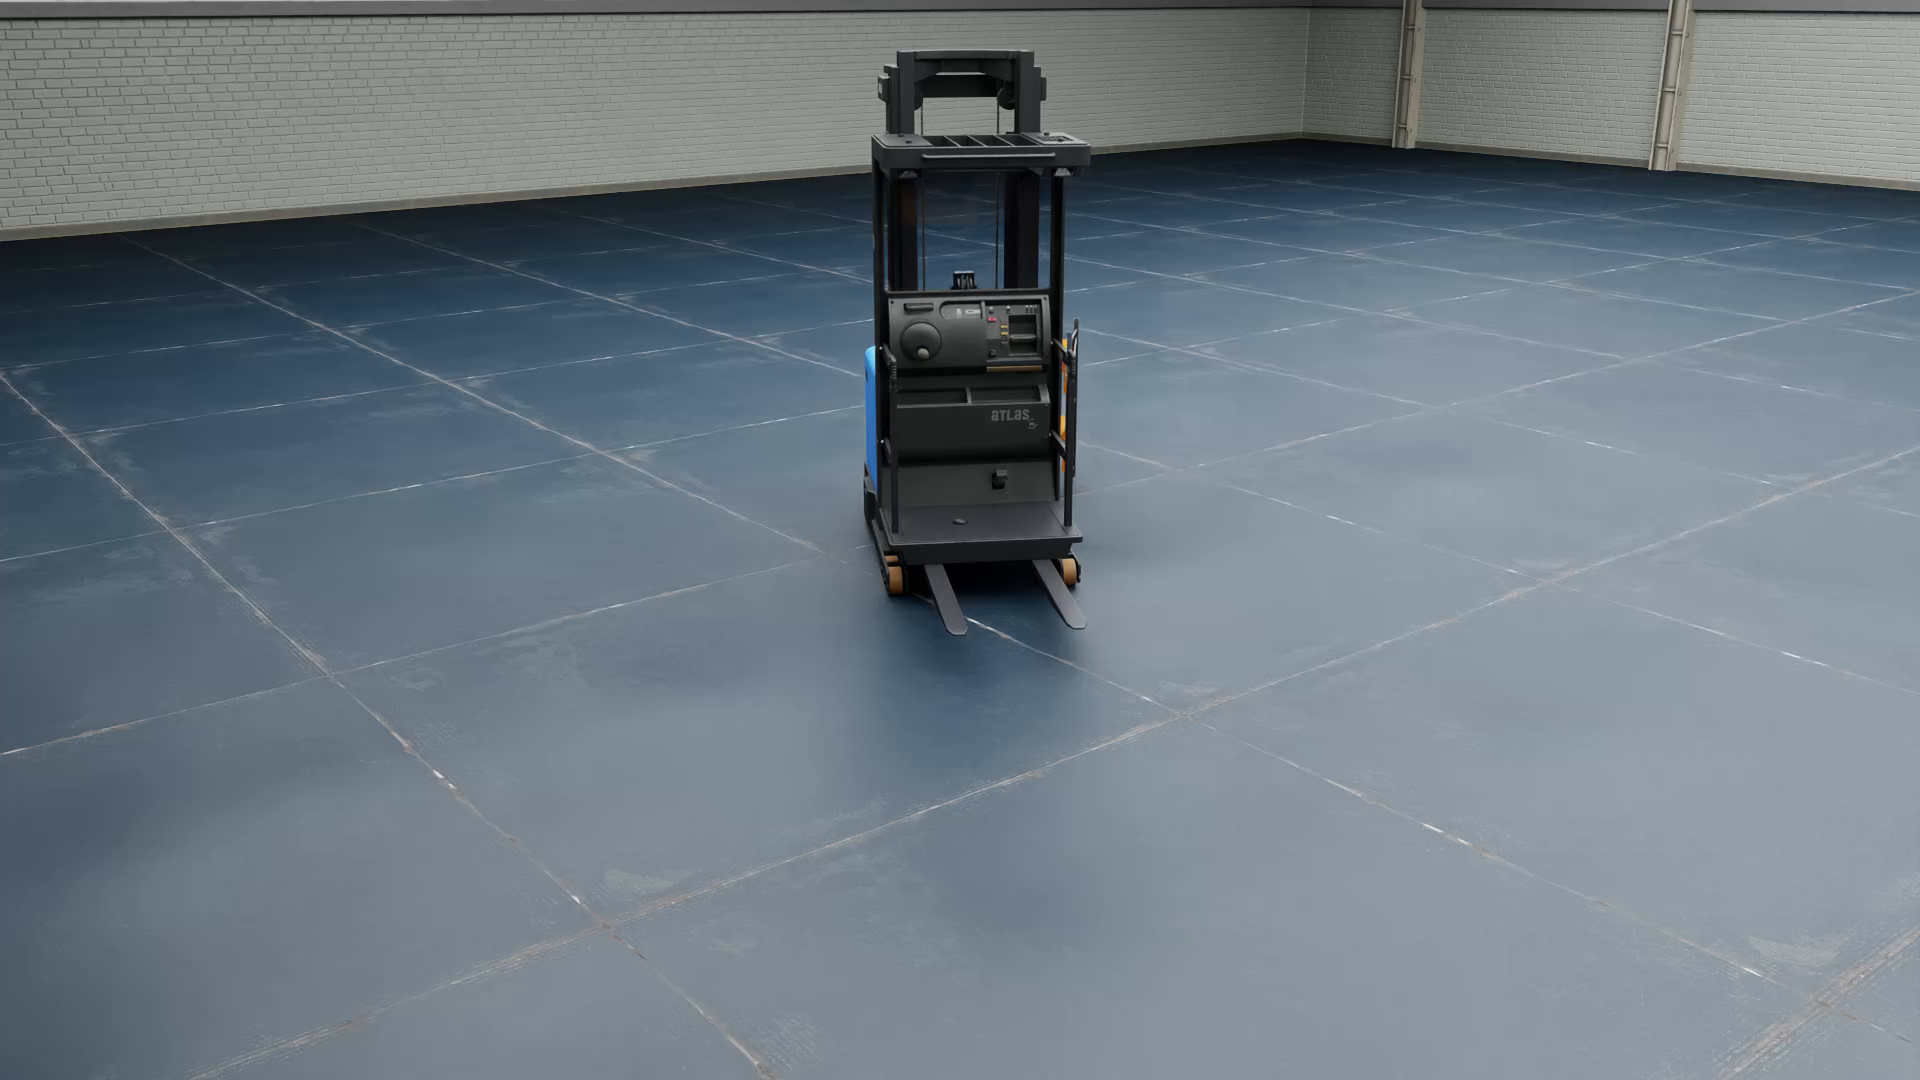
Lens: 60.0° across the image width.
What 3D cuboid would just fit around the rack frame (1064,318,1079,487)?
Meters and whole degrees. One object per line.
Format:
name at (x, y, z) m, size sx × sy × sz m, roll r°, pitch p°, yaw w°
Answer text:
rack frame at (0.758, -0.904, 11.303) m, size 0.032 × 1.125 × 0.500 m, roll 3°, pitch 19°, yaw 9°

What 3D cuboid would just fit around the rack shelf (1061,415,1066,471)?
rack shelf at (0.256, -0.698, 11.460) m, size 1.000 × 0.278 × 0.538 m, roll 3°, pitch 19°, yaw 9°

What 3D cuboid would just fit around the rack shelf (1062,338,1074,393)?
rack shelf at (0.256, -1.208, 11.291) m, size 1.000 × 0.278 × 0.538 m, roll 3°, pitch 19°, yaw 9°

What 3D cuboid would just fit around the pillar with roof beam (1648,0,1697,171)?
pillar with roof beam at (9.978, -10.473, 27.676) m, size 9.100 × 9.000 × 0.400 m, roll -14°, pitch 23°, yaw -36°

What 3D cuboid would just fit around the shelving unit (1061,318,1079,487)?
shelving unit at (0.256, -0.930, 11.383) m, size 1.048 × 1.125 × 0.538 m, roll 3°, pitch 19°, yaw 9°

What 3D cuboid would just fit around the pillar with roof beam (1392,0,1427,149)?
pillar with roof beam at (6.252, -11.952, 32.141) m, size 9.100 × 9.000 × 0.400 m, roll -14°, pitch 23°, yaw -36°

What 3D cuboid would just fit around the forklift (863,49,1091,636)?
forklift at (0.087, -1.196, 9.313) m, size 1.130 × 2.935 × 3.031 m, roll -3°, pitch 18°, yaw -8°
